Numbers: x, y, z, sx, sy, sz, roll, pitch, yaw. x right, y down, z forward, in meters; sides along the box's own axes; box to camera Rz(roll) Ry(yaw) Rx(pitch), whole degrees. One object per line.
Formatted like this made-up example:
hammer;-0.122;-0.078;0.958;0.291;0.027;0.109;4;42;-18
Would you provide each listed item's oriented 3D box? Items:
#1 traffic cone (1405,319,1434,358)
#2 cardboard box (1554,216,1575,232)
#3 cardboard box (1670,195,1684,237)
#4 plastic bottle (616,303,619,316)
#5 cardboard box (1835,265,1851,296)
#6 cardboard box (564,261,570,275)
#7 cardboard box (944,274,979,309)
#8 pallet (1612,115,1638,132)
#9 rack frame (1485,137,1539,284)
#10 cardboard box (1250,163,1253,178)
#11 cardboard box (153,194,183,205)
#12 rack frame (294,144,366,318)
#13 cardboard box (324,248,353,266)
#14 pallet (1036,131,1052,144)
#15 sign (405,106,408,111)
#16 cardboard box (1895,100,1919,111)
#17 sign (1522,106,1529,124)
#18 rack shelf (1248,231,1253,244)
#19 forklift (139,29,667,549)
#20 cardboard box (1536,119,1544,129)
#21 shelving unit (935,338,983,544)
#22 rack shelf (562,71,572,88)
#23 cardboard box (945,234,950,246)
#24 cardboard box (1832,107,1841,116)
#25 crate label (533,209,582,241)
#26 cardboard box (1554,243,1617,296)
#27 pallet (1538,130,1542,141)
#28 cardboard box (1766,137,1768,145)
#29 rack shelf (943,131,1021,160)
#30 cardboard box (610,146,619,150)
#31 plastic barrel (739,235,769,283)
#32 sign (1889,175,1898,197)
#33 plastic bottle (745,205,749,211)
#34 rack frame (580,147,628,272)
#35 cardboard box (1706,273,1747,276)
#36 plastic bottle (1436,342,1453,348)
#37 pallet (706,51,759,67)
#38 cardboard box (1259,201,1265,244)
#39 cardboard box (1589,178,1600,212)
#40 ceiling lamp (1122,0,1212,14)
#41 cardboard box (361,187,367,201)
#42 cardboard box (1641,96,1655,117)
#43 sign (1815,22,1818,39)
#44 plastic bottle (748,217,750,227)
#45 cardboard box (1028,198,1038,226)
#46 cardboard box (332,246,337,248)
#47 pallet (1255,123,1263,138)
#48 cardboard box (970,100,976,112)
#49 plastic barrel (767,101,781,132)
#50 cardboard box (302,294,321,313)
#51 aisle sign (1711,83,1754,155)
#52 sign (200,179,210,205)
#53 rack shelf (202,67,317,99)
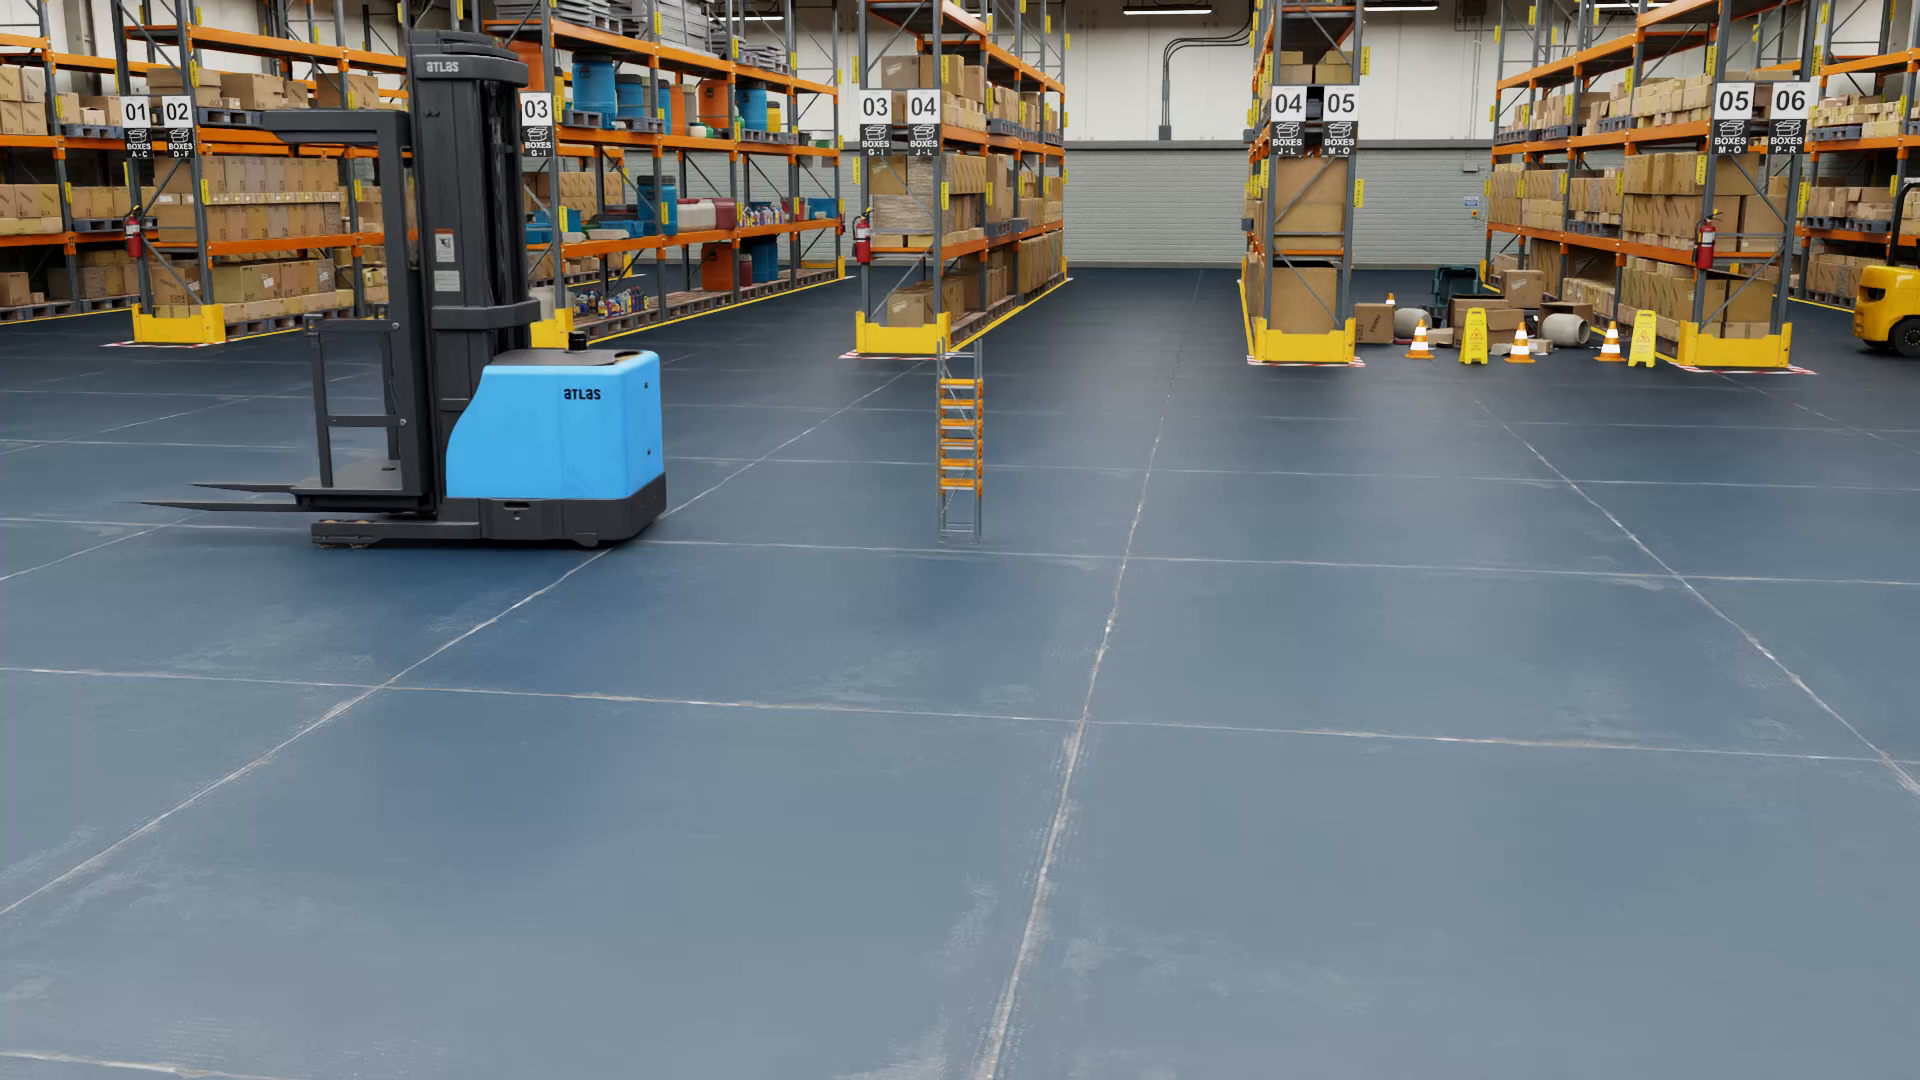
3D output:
traffic cone;5.642;-2.474;20.377;0.336;0.463;0.334;2;12;9
cardboard box;10.116;-5.216;27.434;0.500;0.250;0.500;1;12;7
cardboard box;8.957;-3.931;20.170;0.500;0.500;0.500;2;12;9
plastic bottle;-4.952;-3.319;23.874;0.097;0.201;0.097;0;12;0
cardboard box;15.279;-4.416;28.300;0.500;0.500;0.500;1;12;7
cardboard box;-8.392;-5.633;34.347;0.500;0.311;0.500;2;12;9
cardboard box;0.003;-3.785;25.324;0.700;0.500;0.500;1;12;4
pallet;9.880;-5.843;23.311;1.213;0.211;1.003;2;12;9
rack frame;11.525;-6.841;34.618;1.000;3.000;0.127;2;12;9
cardboard box;5.808;-6.938;31.749;0.500;0.500;0.500;1;12;7
cardboard box;-10.645;-4.605;22.465;0.380;0.149;0.250;2;12;8
rack frame;-9.901;-4.986;26.010;1.000;3.000;0.127;2;12;9
cardboard box;-13.349;-5.947;35.405;0.700;0.500;0.500;2;12;9
pallet;1.254;-7.923;32.726;1.003;0.211;1.213;2;12;9
sign;-9.821;-7.556;29.587;0.100;0.325;0.005;2;12;9
cardboard box;14.960;-6.830;26.151;0.380;0.149;0.250;2;12;10
sign;10.361;-7.784;30.458;0.100;0.325;0.005;2;12;9
rack shelf;5.695;-5.380;29.545;1.077;0.370;4.000;2;12;9
forklift;-3.402;-1.491;9.956;3.031;2.935;1.130;1;12;4
cardboard box;10.369;-7.314;29.249;0.380;0.166;0.250;1;12;5
shelving unit;-0.002;-0.584;9.853;0.258;1.200;0.189;2;12;9
rack shelf;-8.363;-9.647;35.113;1.077;0.370;4.000;2;12;9
cardboard box;-0.338;-3.864;21.397;0.380;0.149;0.250;2;12;9
cardboard box;15.271;-7.380;28.654;0.380;0.149;0.250;2;12;8
crate label;-5.606;-4.401;23.213;0.502;0.435;0.616;2;12;9
cardboard box;10.483;-4.484;27.725;0.875;0.875;0.875;2;12;8
pallet;10.817;-7.189;29.566;0.805;0.209;1.217;1;12;6
cardboard box;15.908;-7.754;32.331;0.380;0.149;0.250;2;12;8
rack shelf;0.195;-6.195;26.209;1.077;0.370;4.000;2;12;9
cardboard box;-7.874;-8.762;36.765;0.500;0.250;0.500;2;12;9
plastic barrel;-3.986;-5.410;31.959;0.600;0.901;0.708;2;12;9
sign;14.662;-5.559;26.107;0.100;0.325;0.005;2;12;9
plastic bottle;-4.157;-6.395;32.664;0.144;0.351;0.185;2;12;9
rack frame;-8.055;-7.484;37.601;1.000;3.000;0.127;2;12;9
cardboard box;9.626;-3.115;21.079;0.500;0.500;0.500;2;12;10
plastic bottle;6.279;-2.535;21.611;0.133;0.061;0.283;-2;12;-11
pallet;-4.250;-8.452;29.248;1.213;0.211;1.003;2;12;9
cardboard box;4.466;-4.255;22.261;0.875;0.550;0.550;2;12;9
cardboard box;9.764;-5.166;24.905;0.500;0.500;0.500;1;12;7
ceiling lamp;4.651;-13.425;37.073;2.000;3.185;0.800;2;12;9
cardboard box;-13.348;-7.222;35.673;0.980;0.700;0.700;2;12;7
cardboard box;9.271;-5.691;21.812;0.500;0.250;0.500;2;12;8
sign;16.975;-10.126;33.025;0.100;0.325;0.005;2;12;9
plastic bottle;-3.869;-5.787;30.199;0.097;0.201;0.097;0;12;0
cardboard box;1.159;-6.061;30.758;0.500;0.500;0.500;2;12;8
cardboard box;-13.449;-6.405;35.990;0.380;0.149;0.250;1;12;7
pallet;5.341;-6.554;26.611;1.213;0.211;1.003;2;12;11
cardboard box;0.021;-6.009;23.047;0.380;0.149;0.250;1;12;7
plastic barrel;-3.716;-8.057;31.697;0.600;0.588;0.600;0;12;0
cardboard box;-9.905;-3.535;24.808;0.500;0.250;0.500;2;12;9
aisle sign;8.768;-4.778;18.873;0.394;0.787;0.004;2;12;9
sign;-9.968;-4.596;21.958;0.100;0.325;0.005;2;12;9
rack shelf;-13.873;-8.780;32.033;1.077;0.370;4.000;2;12;9
